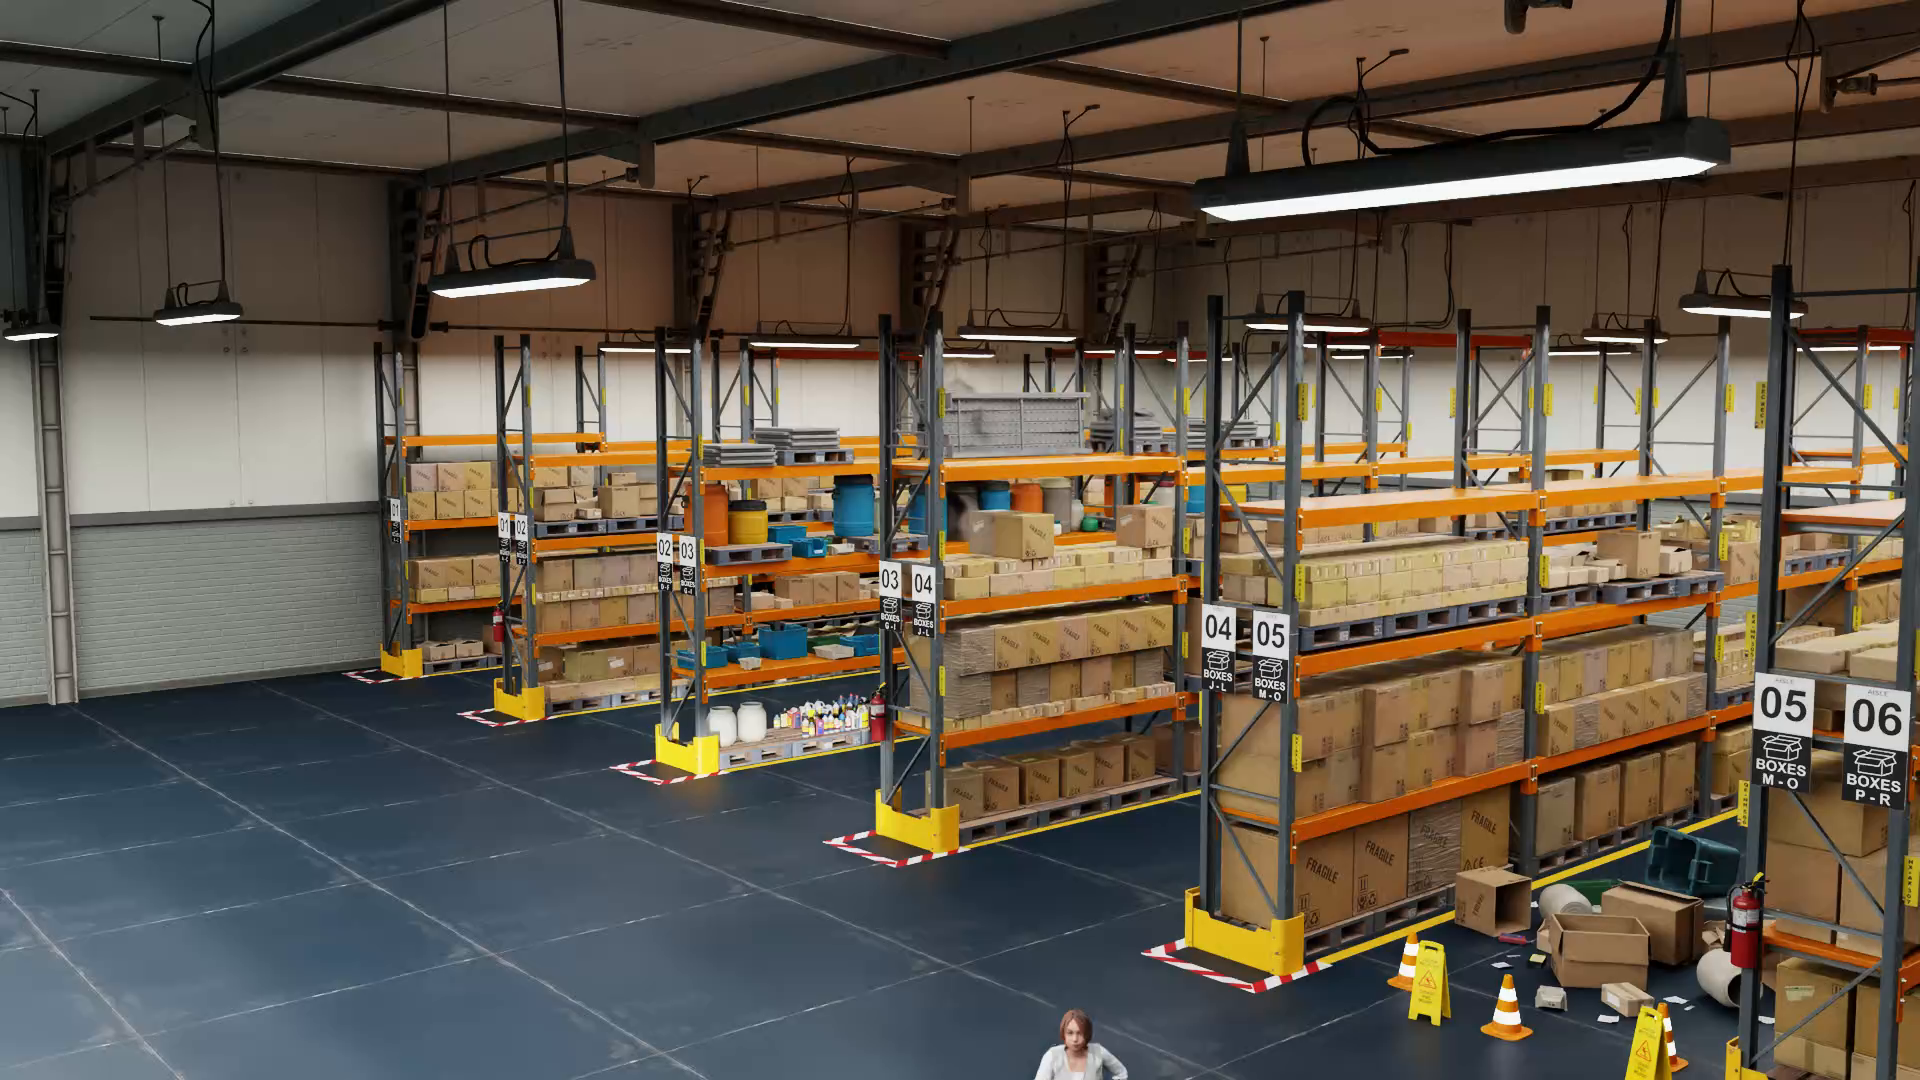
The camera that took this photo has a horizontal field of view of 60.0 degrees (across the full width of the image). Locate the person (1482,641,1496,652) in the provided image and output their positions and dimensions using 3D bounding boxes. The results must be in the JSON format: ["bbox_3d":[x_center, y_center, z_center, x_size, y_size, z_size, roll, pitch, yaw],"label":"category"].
[{"bbox_3d":[7.365,2.198,23.250,0.554,1.703,0.813,5,7,43],"label":"person"}]

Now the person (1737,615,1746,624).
[{"bbox_3d":[12.123,1.988,25.621,0.802,1.701,0.634,-3,6,-29],"label":"person"}]

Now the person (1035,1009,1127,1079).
[{"bbox_3d":[0.685,3.510,9.617,0.560,1.656,0.696,1,5,6],"label":"person"}]
